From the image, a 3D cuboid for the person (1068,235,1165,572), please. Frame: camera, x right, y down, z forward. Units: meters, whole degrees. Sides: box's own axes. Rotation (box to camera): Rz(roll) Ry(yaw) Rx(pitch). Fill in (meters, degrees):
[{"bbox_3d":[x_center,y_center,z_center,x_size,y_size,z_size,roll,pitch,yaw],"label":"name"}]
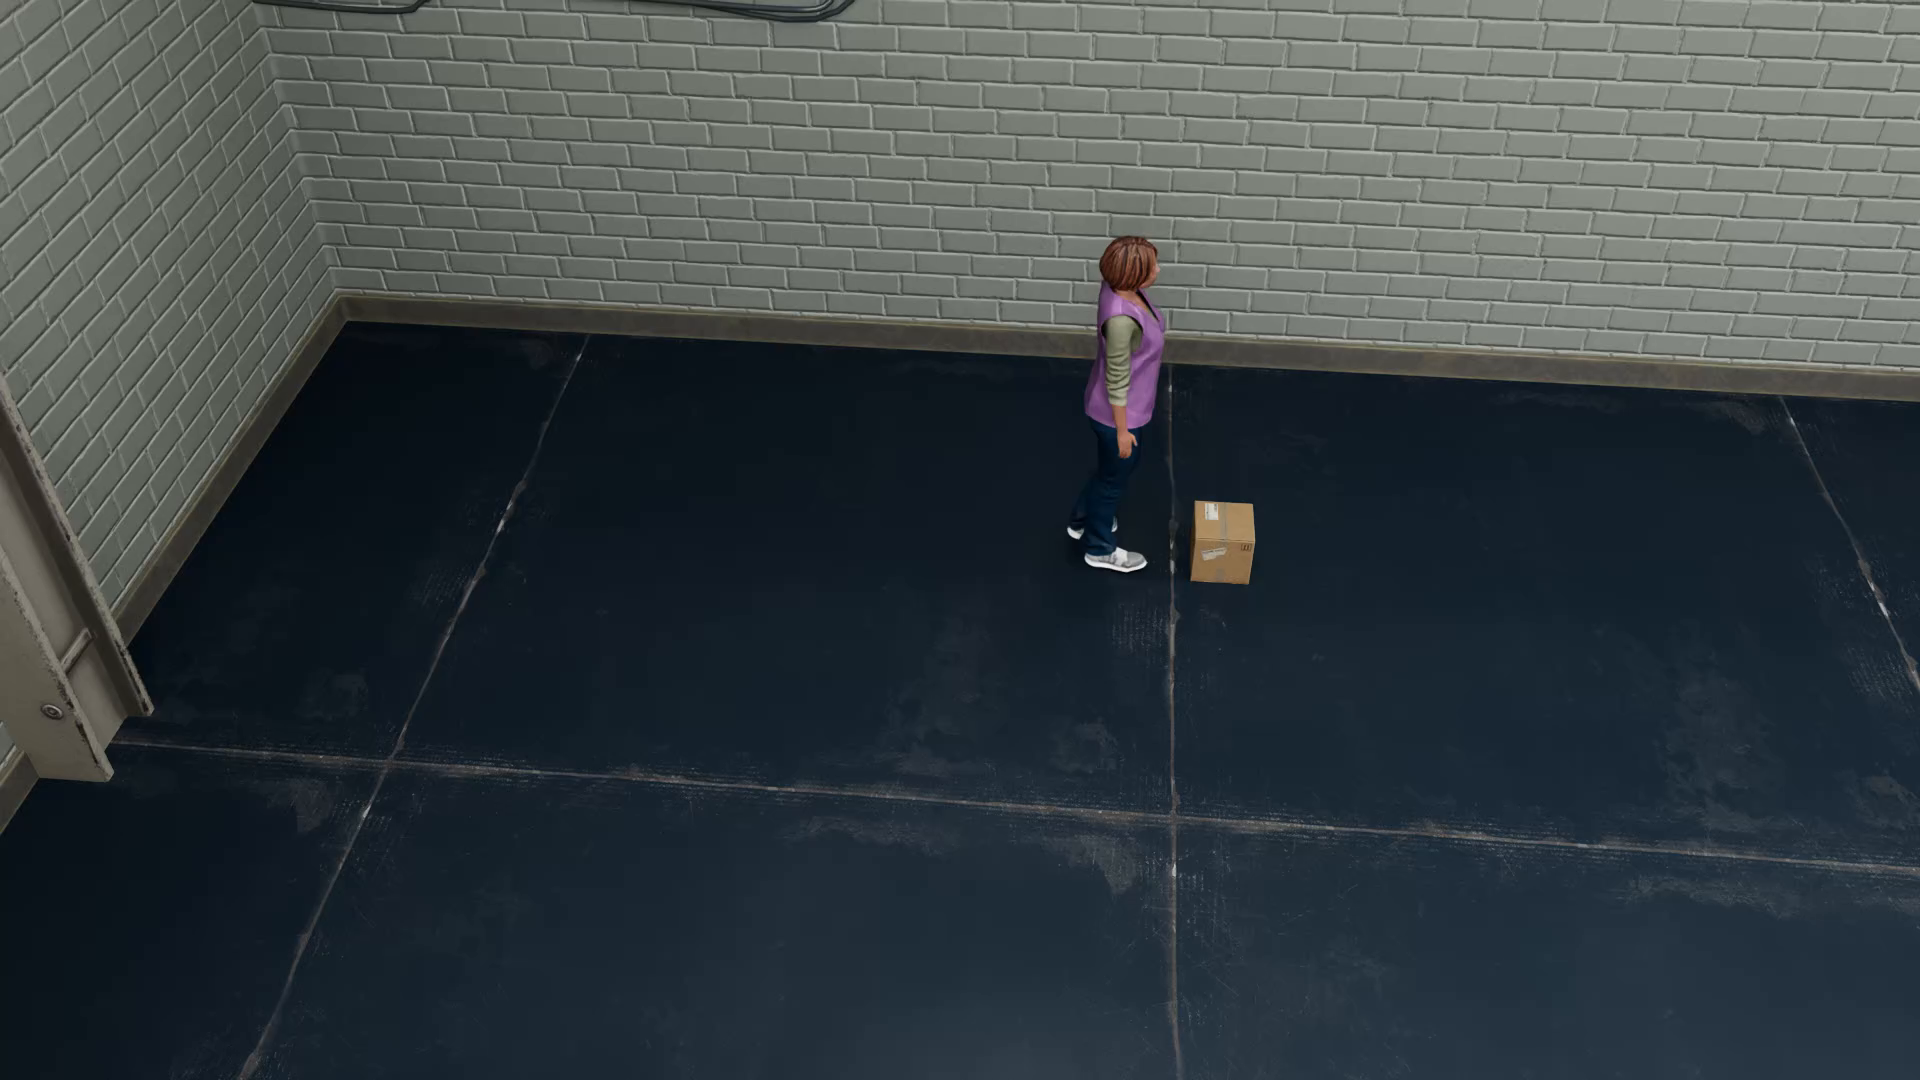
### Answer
[{"bbox_3d":[0.643,-0.545,6.785,0.352,1.587,0.422,4,41,4],"label":"person"}]
